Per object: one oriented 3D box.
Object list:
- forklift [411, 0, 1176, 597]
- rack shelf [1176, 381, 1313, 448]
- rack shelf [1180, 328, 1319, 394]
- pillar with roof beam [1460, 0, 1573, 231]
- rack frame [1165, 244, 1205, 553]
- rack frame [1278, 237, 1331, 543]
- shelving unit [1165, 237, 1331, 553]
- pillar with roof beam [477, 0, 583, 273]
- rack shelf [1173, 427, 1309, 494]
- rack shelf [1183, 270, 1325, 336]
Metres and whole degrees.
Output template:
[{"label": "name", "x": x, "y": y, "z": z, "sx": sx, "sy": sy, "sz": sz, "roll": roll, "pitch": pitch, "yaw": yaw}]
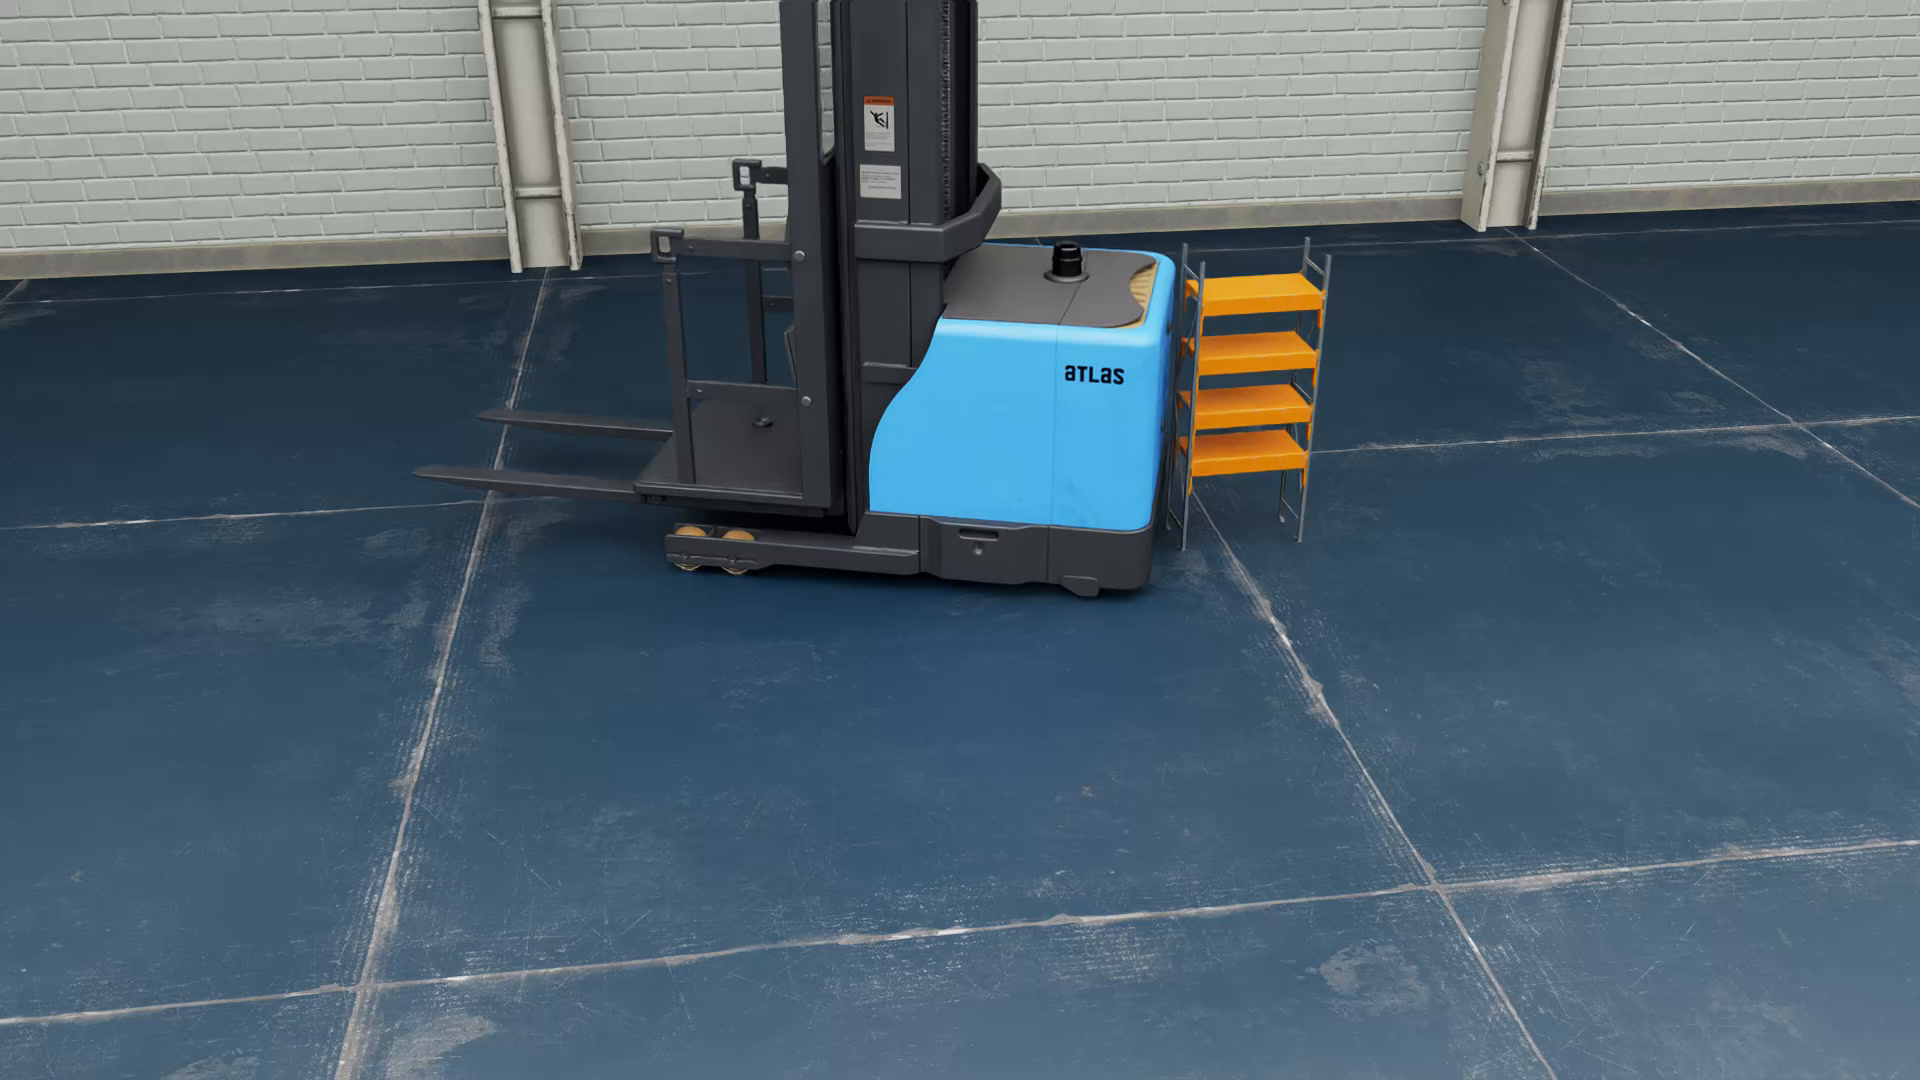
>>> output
[{"label": "forklift", "x": -0.697, "y": -1.404, "z": 6.276, "sx": 3.031, "sy": 2.935, "sz": 1.130, "roll": 5, "pitch": 28, "yaw": 9}, {"label": "rack shelf", "x": 1.113, "y": -0.497, "z": 6.551, "sx": 0.480, "sy": 0.148, "sz": 0.258, "roll": -5, "pitch": 28, "yaw": -9}, {"label": "rack shelf", "x": 1.113, "y": -0.696, "z": 6.449, "sx": 0.480, "sy": 0.148, "sz": 0.258, "roll": -5, "pitch": 28, "yaw": -9}, {"label": "pillar with roof beam", "x": 4.067, "y": -4.102, "z": 4.887, "sx": 0.400, "sy": 9.000, "sz": 9.100, "roll": -4, "pitch": 27, "yaw": -7}, {"label": "rack frame", "x": 0.873, "y": -0.537, "z": 6.482, "sx": 0.015, "sy": 1.200, "sz": 0.240, "roll": -5, "pitch": 28, "yaw": -9}, {"label": "rack frame", "x": 1.353, "y": -0.576, "z": 6.558, "sx": 0.015, "sy": 1.200, "sz": 0.240, "roll": -5, "pitch": 28, "yaw": -9}, {"label": "shelving unit", "x": 1.113, "y": -0.556, "z": 6.520, "sx": 0.503, "sy": 1.200, "sz": 0.258, "roll": -5, "pitch": 28, "yaw": -9}, {"label": "pillar with roof beam", "x": -1.875, "y": -3.720, "z": 4.144, "sx": 0.400, "sy": 9.000, "sz": 9.100, "roll": -4, "pitch": 27, "yaw": -7}, {"label": "rack shelf", "x": 1.113, "y": -0.320, "z": 6.642, "sx": 0.480, "sy": 0.148, "sz": 0.258, "roll": -5, "pitch": 28, "yaw": -9}, {"label": "rack shelf", "x": 1.113, "y": -0.906, "z": 6.341, "sx": 0.480, "sy": 0.148, "sz": 0.258, "roll": -5, "pitch": 28, "yaw": -9}]
